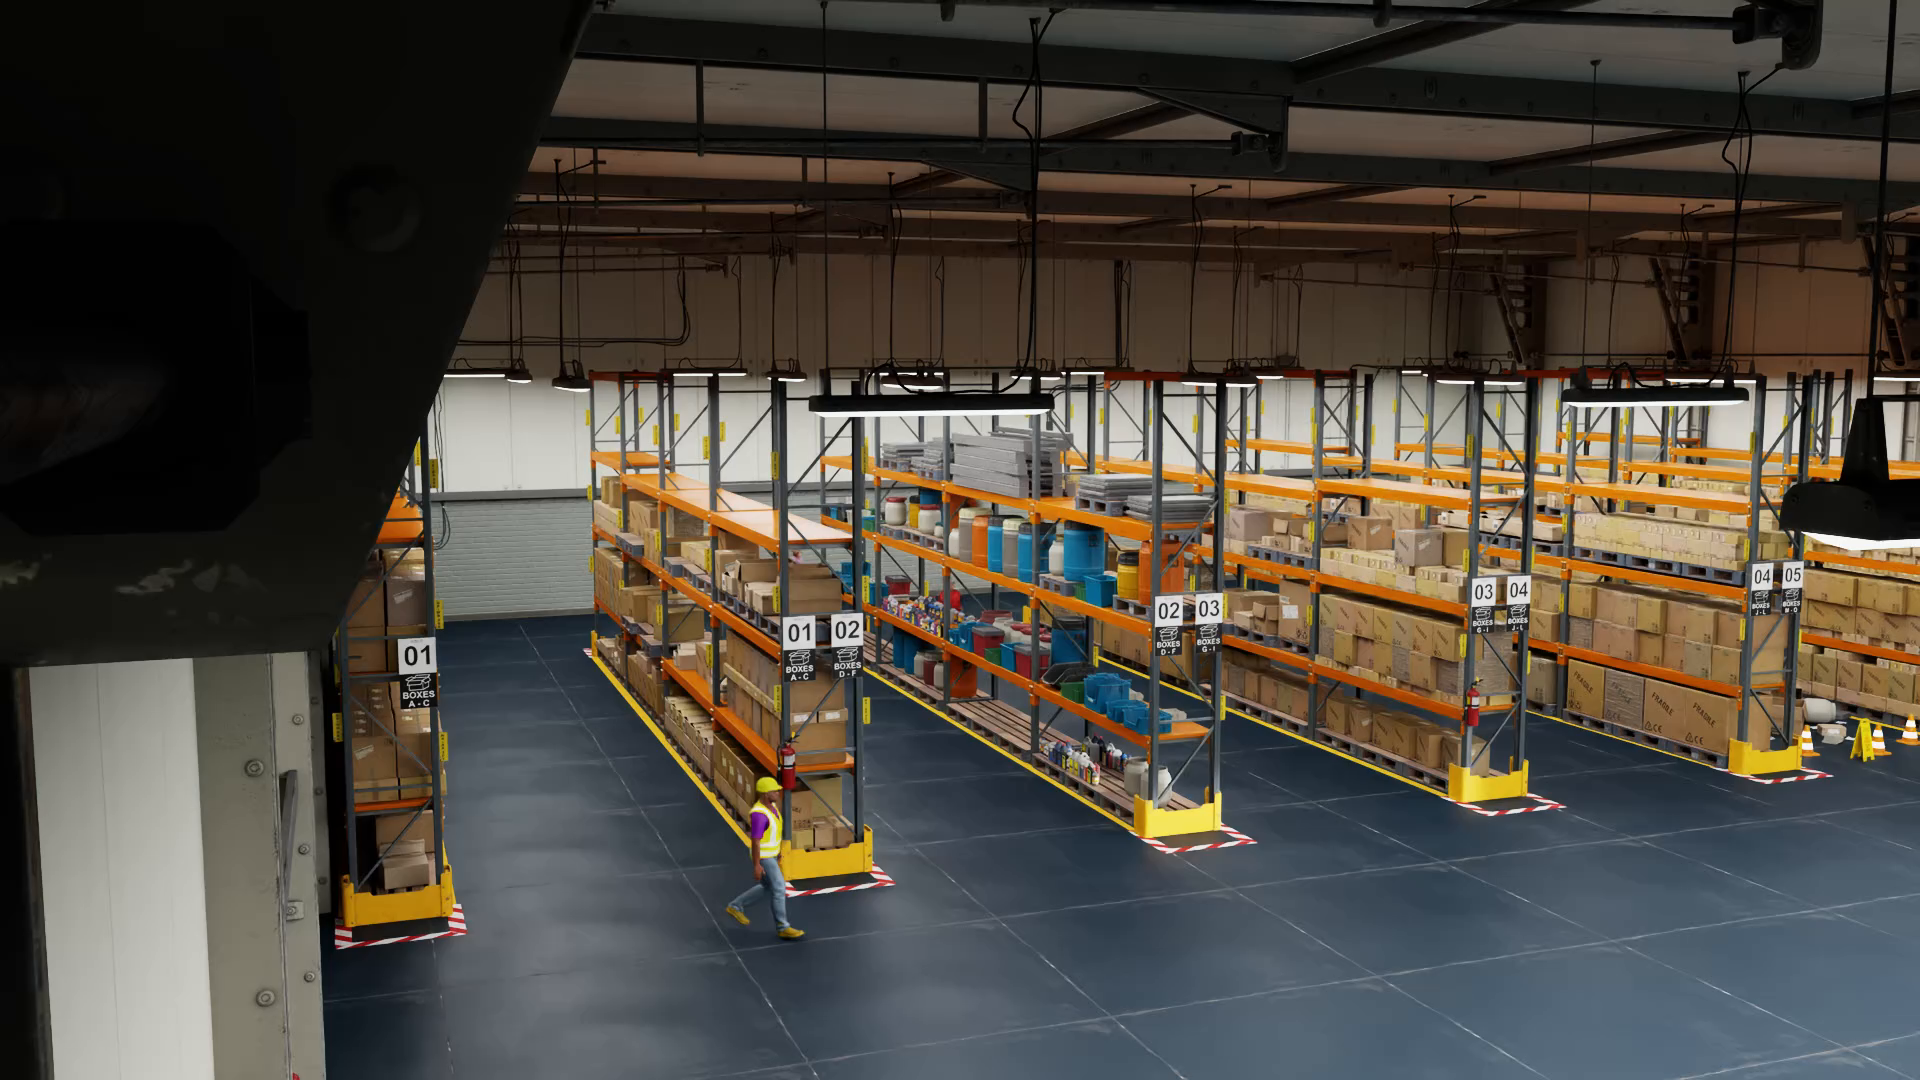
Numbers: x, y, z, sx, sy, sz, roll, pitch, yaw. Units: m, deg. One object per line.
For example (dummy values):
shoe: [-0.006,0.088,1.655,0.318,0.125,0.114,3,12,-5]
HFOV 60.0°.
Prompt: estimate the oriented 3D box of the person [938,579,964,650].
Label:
person: [-0.141,1.666,34.310,0.795,1.750,0.555,5,8,38]

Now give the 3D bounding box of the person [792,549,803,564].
person: [-4.087,0.989,40.795,0.612,1.565,0.416,0,6,-1]

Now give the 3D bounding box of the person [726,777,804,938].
person: [-2.132,3.442,18.163,0.908,1.741,0.630,1,6,6]
